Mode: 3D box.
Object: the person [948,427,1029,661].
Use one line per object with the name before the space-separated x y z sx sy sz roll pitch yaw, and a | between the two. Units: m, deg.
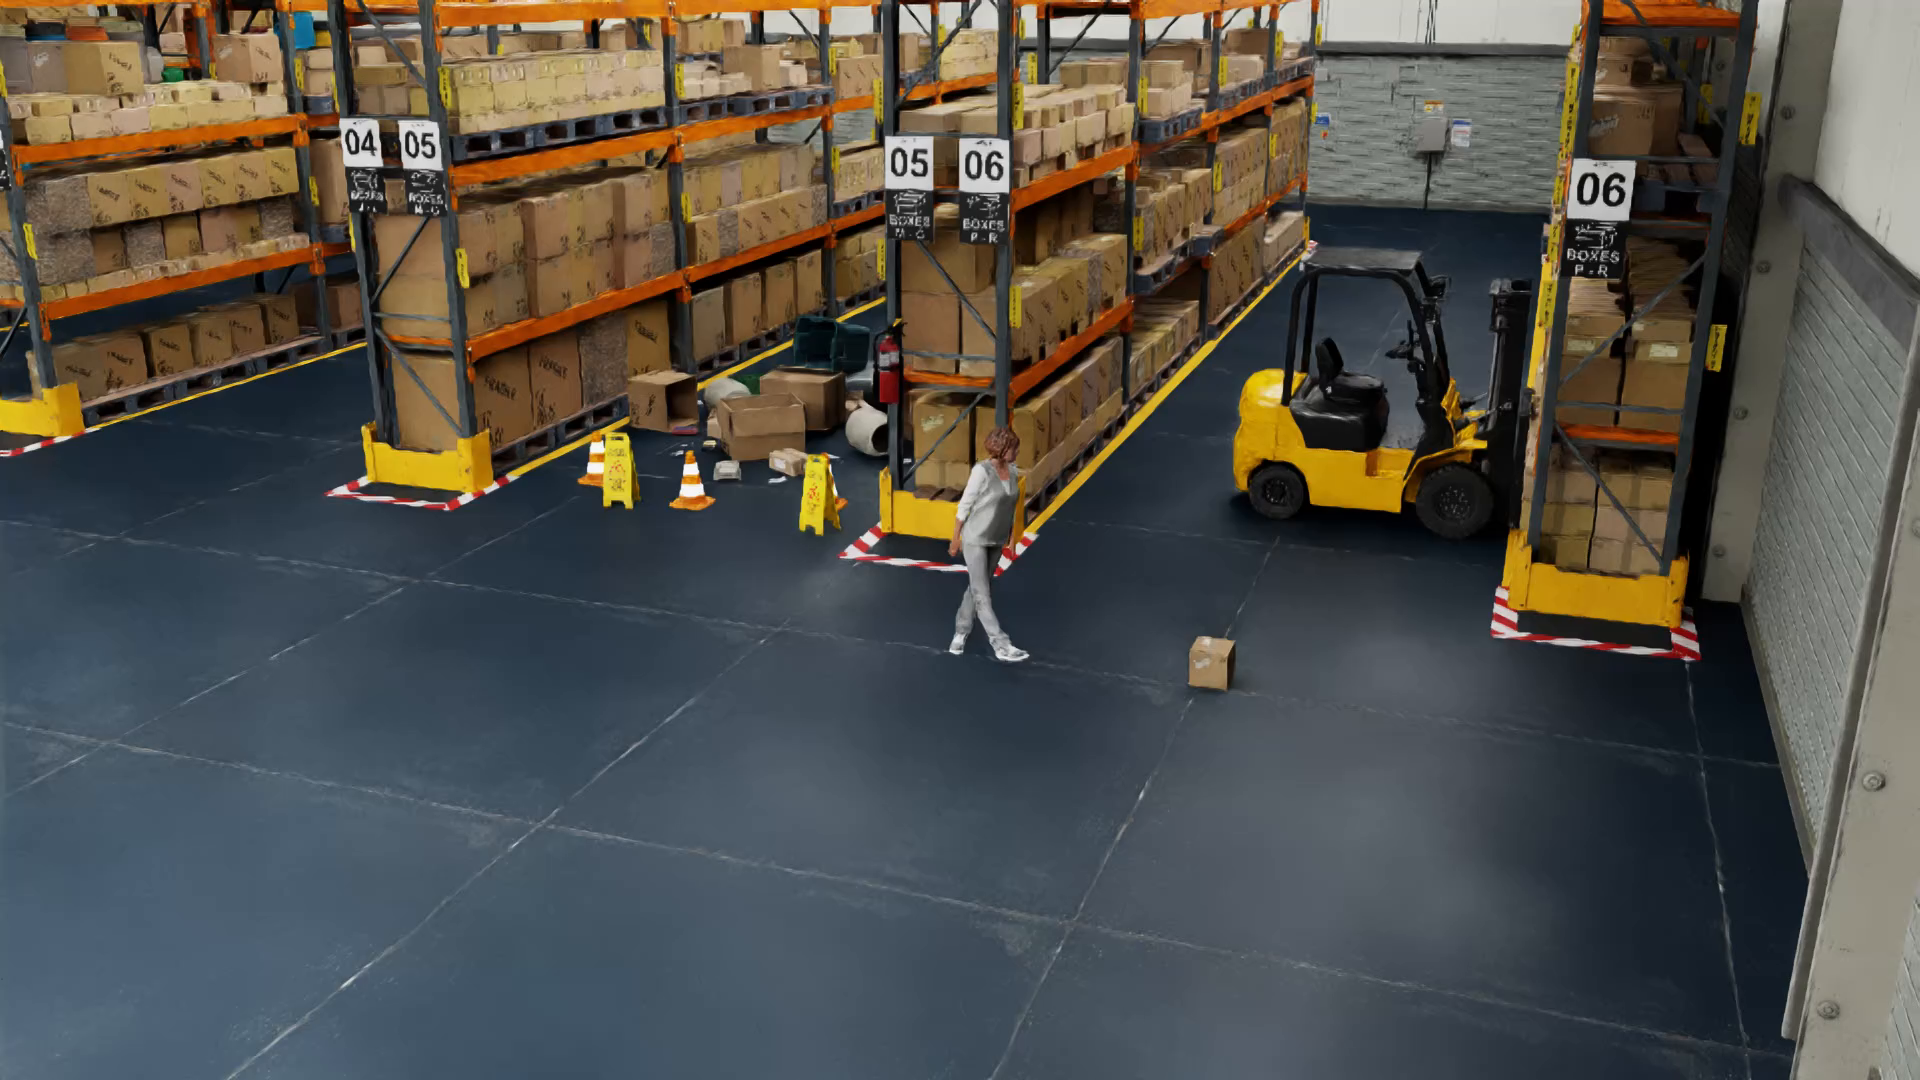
person | 0.247 0.033 11.002 0.460 1.577 0.752 -17 25 -40
